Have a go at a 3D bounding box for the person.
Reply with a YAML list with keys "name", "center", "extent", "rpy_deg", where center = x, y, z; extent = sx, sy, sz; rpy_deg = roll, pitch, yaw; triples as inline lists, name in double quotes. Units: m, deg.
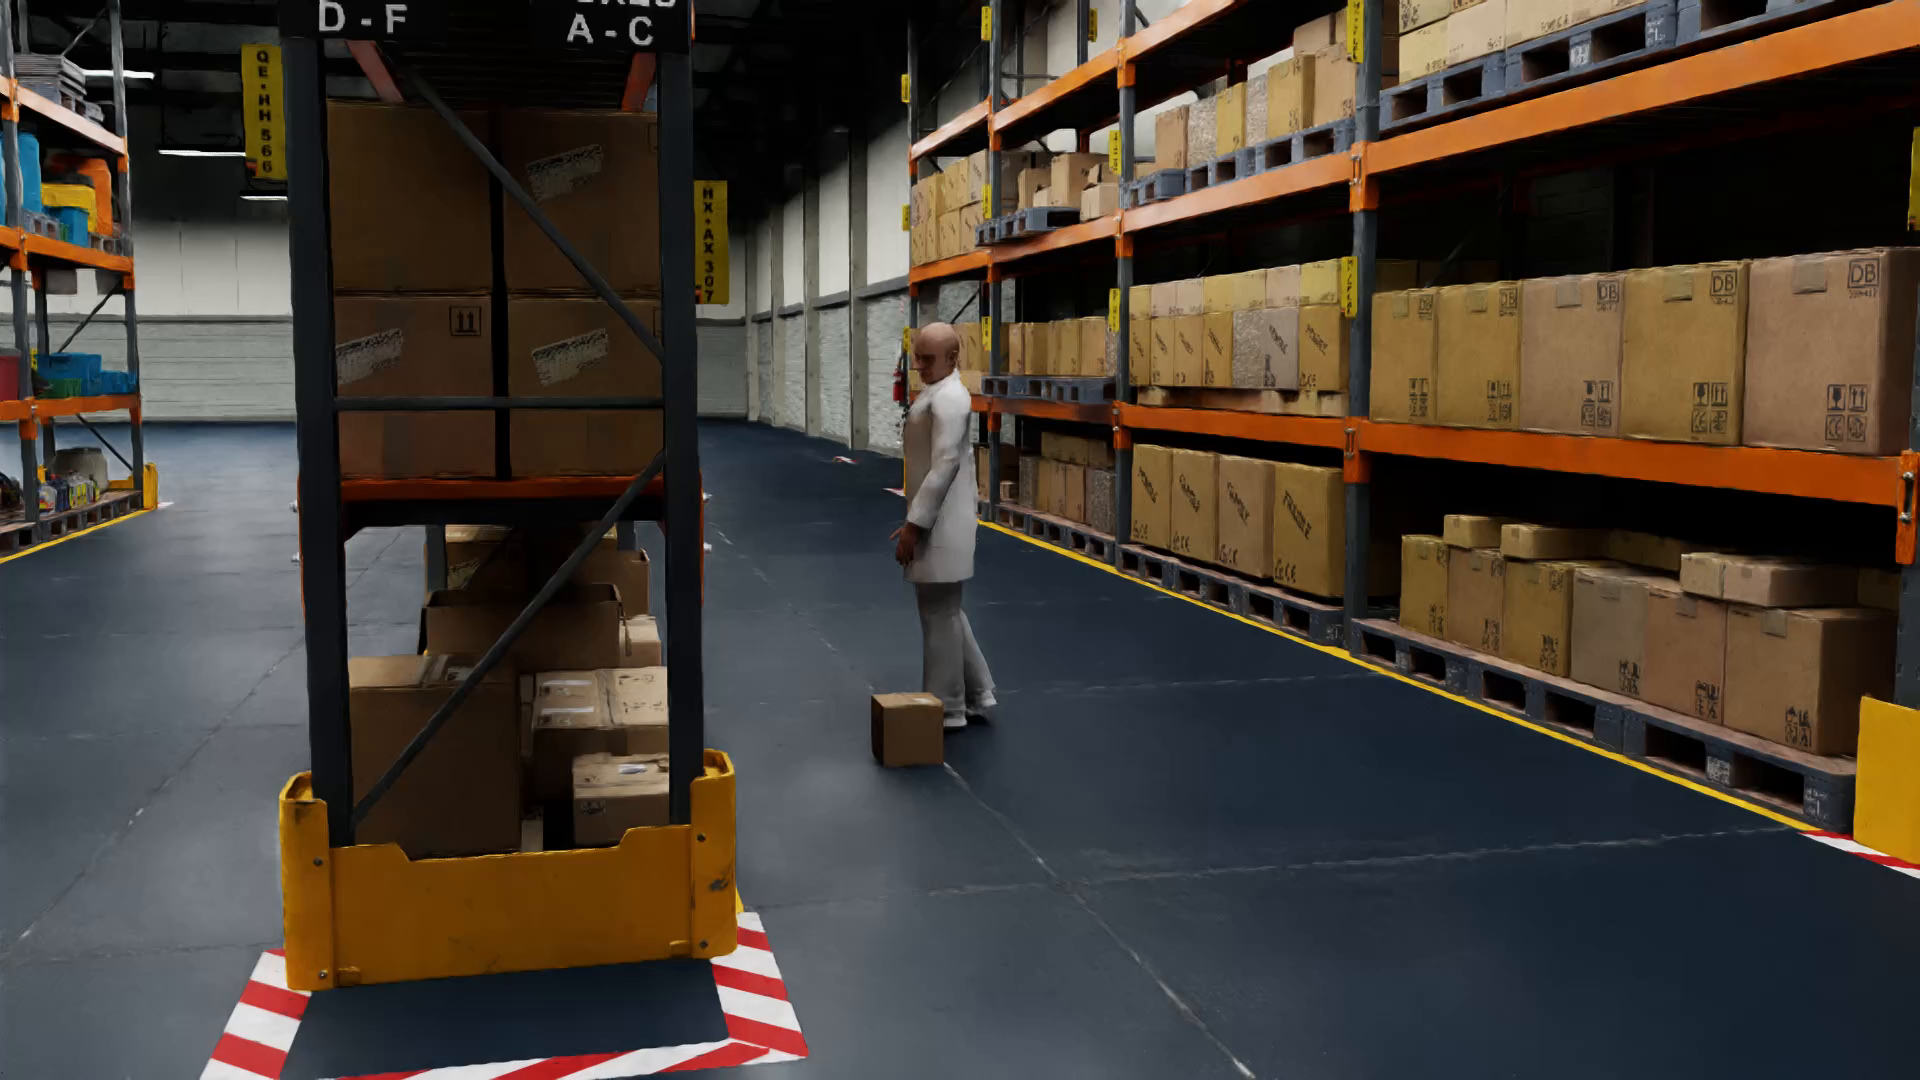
- name: "person"
  center: [-0.087, -0.061, 7.340]
  extent: [0.501, 1.779, 0.706]
  rpy_deg: [0, 6, -4]
